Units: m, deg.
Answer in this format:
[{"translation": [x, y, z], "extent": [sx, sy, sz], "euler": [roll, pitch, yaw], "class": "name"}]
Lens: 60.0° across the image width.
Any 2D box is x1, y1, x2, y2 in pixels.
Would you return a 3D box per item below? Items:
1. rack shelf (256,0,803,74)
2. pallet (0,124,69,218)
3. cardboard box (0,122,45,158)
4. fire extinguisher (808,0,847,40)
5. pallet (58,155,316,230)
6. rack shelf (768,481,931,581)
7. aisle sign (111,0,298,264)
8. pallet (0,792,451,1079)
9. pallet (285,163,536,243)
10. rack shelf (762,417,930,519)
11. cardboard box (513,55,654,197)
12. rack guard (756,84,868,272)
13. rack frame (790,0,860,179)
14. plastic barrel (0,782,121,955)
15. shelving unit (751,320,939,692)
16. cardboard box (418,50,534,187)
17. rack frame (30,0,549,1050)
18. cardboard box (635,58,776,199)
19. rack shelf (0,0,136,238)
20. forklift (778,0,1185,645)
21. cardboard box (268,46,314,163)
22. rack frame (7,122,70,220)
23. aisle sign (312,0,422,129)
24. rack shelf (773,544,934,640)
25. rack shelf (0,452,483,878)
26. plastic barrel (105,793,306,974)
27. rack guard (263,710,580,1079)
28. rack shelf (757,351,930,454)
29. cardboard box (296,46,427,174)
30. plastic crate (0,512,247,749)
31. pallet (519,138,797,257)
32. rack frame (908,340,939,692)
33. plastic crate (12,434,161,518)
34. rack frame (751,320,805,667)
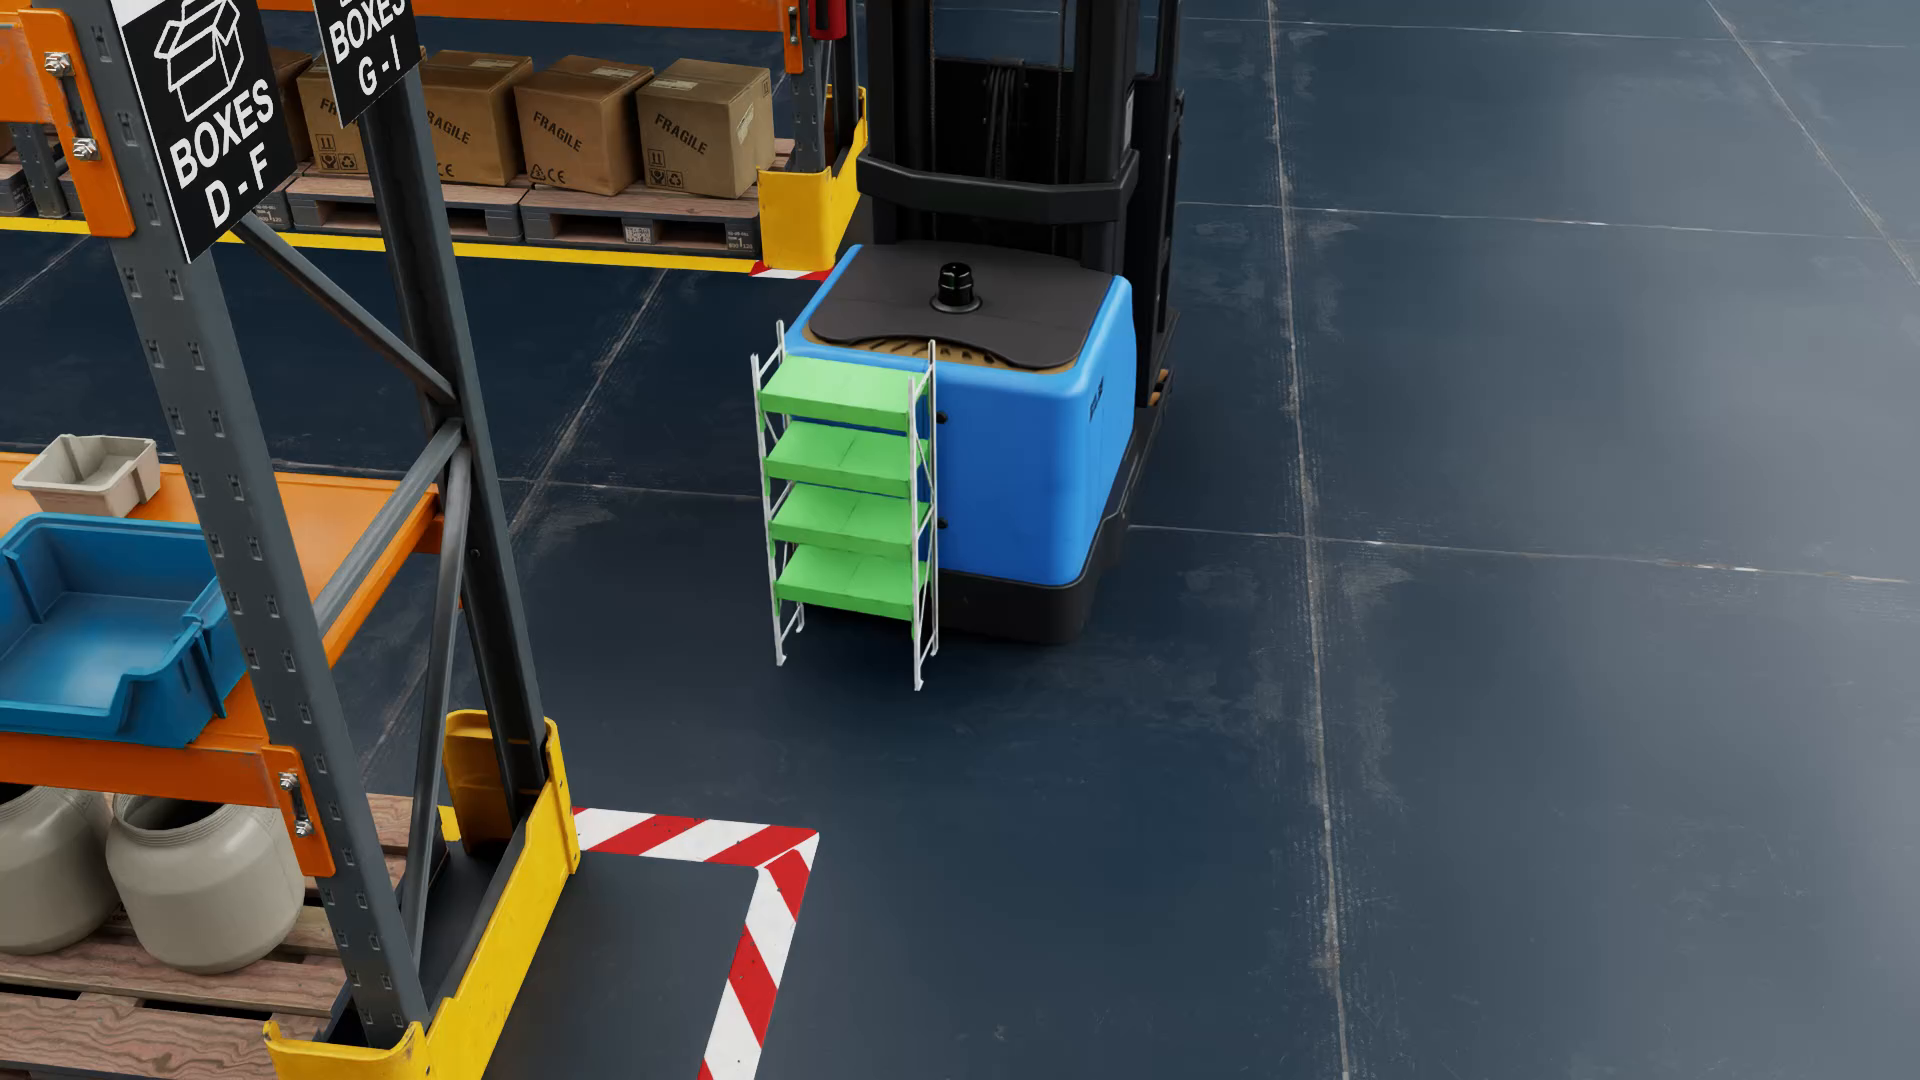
[{"translation": [-2.634, -2.718, 8.096], "extent": [4.000, 0.370, 1.077], "euler": [4, 36, 6], "class": "rack shelf"}, {"translation": [-5.391, -2.081, 8.984], "extent": [1.213, 0.211, 1.003], "euler": [4, 36, 6], "class": "pallet"}, {"translation": [-5.224, -2.379, 8.774], "extent": [0.500, 0.500, 0.700], "euler": [2, 36, 2], "class": "cardboard box"}, {"translation": [-0.596, -2.558, 7.318], "extent": [0.183, 0.674, 0.296], "euler": [4, 36, 6], "class": "fire extinguisher"}, {"translation": [-3.948, -1.995, 8.863], "extent": [1.213, 0.211, 1.003], "euler": [4, 36, 6], "class": "pallet"}, {"translation": [-0.348, -0.035, 5.375], "extent": [0.480, 0.148, 0.258], "euler": [9, 37, 12], "class": "rack shelf"}, {"translation": [-1.248, -0.891, 2.678], "extent": [0.004, 0.787, 0.394], "euler": [4, 36, 6], "class": "aisle sign"}, {"translation": [-2.168, 1.084, 4.549], "extent": [1.213, 0.211, 1.003], "euler": [4, 36, 6], "class": "pallet"}, {"translation": [-2.734, -1.906, 8.739], "extent": [1.213, 0.211, 1.003], "euler": [4, 36, 6], "class": "pallet"}, {"translation": [-0.348, -0.230, 5.235], "extent": [0.480, 0.148, 0.258], "euler": [9, 37, 12], "class": "rack shelf"}, {"translation": [-1.865, -2.097, 8.396], "extent": [0.500, 0.500, 0.500], "euler": [14, 38, 18], "class": "cardboard box"}, {"translation": [-0.726, -1.851, 8.414], "extent": [0.348, 0.500, 1.175], "euler": [4, 36, 6], "class": "rack guard"}, {"translation": [-0.651, -2.863, 7.680], "extent": [0.127, 3.000, 1.000], "euler": [4, 36, 6], "class": "rack frame"}, {"translation": [-2.441, 0.791, 4.340], "extent": [0.421, 0.512, 0.421], "euler": [0, 36, 0], "class": "plastic barrel"}, {"translation": [-0.348, -0.087, 5.338], "extent": [0.503, 1.200, 0.258], "euler": [9, 37, 12], "class": "shelving unit"}, {"translation": [-2.484, -2.154, 8.476], "extent": [0.500, 0.500, 0.500], "euler": [7, 36, 10], "class": "cardboard box"}, {"translation": [-1.282, -0.009, 3.681], "extent": [0.127, 3.000, 1.000], "euler": [4, 36, 6], "class": "rack frame"}, {"translation": [-1.268, -2.072, 8.362], "extent": [0.500, 0.500, 0.500], "euler": [11, 37, 15], "class": "cardboard box"}, {"translation": [-3.265, -1.085, 3.226], "extent": [4.000, 0.370, 1.077], "euler": [4, 36, 6], "class": "rack shelf"}, {"translation": [0.281, -1.694, 6.100], "extent": [1.130, 2.935, 3.031], "euler": [9, 36, 12], "class": "forklift"}, {"translation": [-3.657, -2.222, 8.571], "extent": [0.500, 0.500, 0.500], "euler": [16, 38, 21], "class": "cardboard box"}, {"translation": [-4.618, -3.159, 8.094], "extent": [0.127, 3.000, 1.000], "euler": [4, 36, 6], "class": "rack frame"}, {"translation": [-1.173, -1.231, 3.155], "extent": [0.004, 0.787, 0.394], "euler": [4, 36, 6], "class": "aisle sign"}, {"translation": [-0.348, 0.160, 5.516], "extent": [0.480, 0.148, 0.258], "euler": [9, 37, 12], "class": "rack shelf"}, {"translation": [-3.265, 0.136, 4.097], "extent": [4.000, 0.370, 1.077], "euler": [4, 36, 6], "class": "rack shelf"}, {"translation": [-1.944, 0.828, 4.288], "extent": [0.421, 0.512, 0.421], "euler": [0, 36, 0], "class": "plastic barrel"}, {"translation": [-1.363, 1.030, 4.377], "extent": [0.348, 0.500, 1.175], "euler": [4, 36, 6], "class": "rack guard"}, {"translation": [-0.349, -0.425, 5.095], "extent": [0.480, 0.148, 0.258], "euler": [9, 37, 12], "class": "rack shelf"}, {"translation": [-3.032, -2.221, 8.570], "extent": [0.500, 0.500, 0.500], "euler": [1, 36, 2], "class": "cardboard box"}, {"translation": [-1.816, 0.187, 3.534], "extent": [0.616, 0.251, 0.499], "euler": [4, 36, 6], "class": "plastic crate"}, {"translation": [-1.527, -1.814, 8.610], "extent": [1.213, 0.211, 1.003], "euler": [4, 36, 6], "class": "pallet"}, {"translation": [-0.113, -0.050, 5.286], "extent": [0.015, 1.200, 0.240], "euler": [9, 37, 12], "class": "rack frame"}, {"translation": [-2.128, -0.154, 4.110], "extent": [0.250, 0.136, 0.298], "euler": [4, 36, 6], "class": "plastic crate"}, {"translation": [-0.584, -0.124, 5.390], "extent": [0.015, 1.200, 0.240], "euler": [9, 37, 12], "class": "rack frame"}]
